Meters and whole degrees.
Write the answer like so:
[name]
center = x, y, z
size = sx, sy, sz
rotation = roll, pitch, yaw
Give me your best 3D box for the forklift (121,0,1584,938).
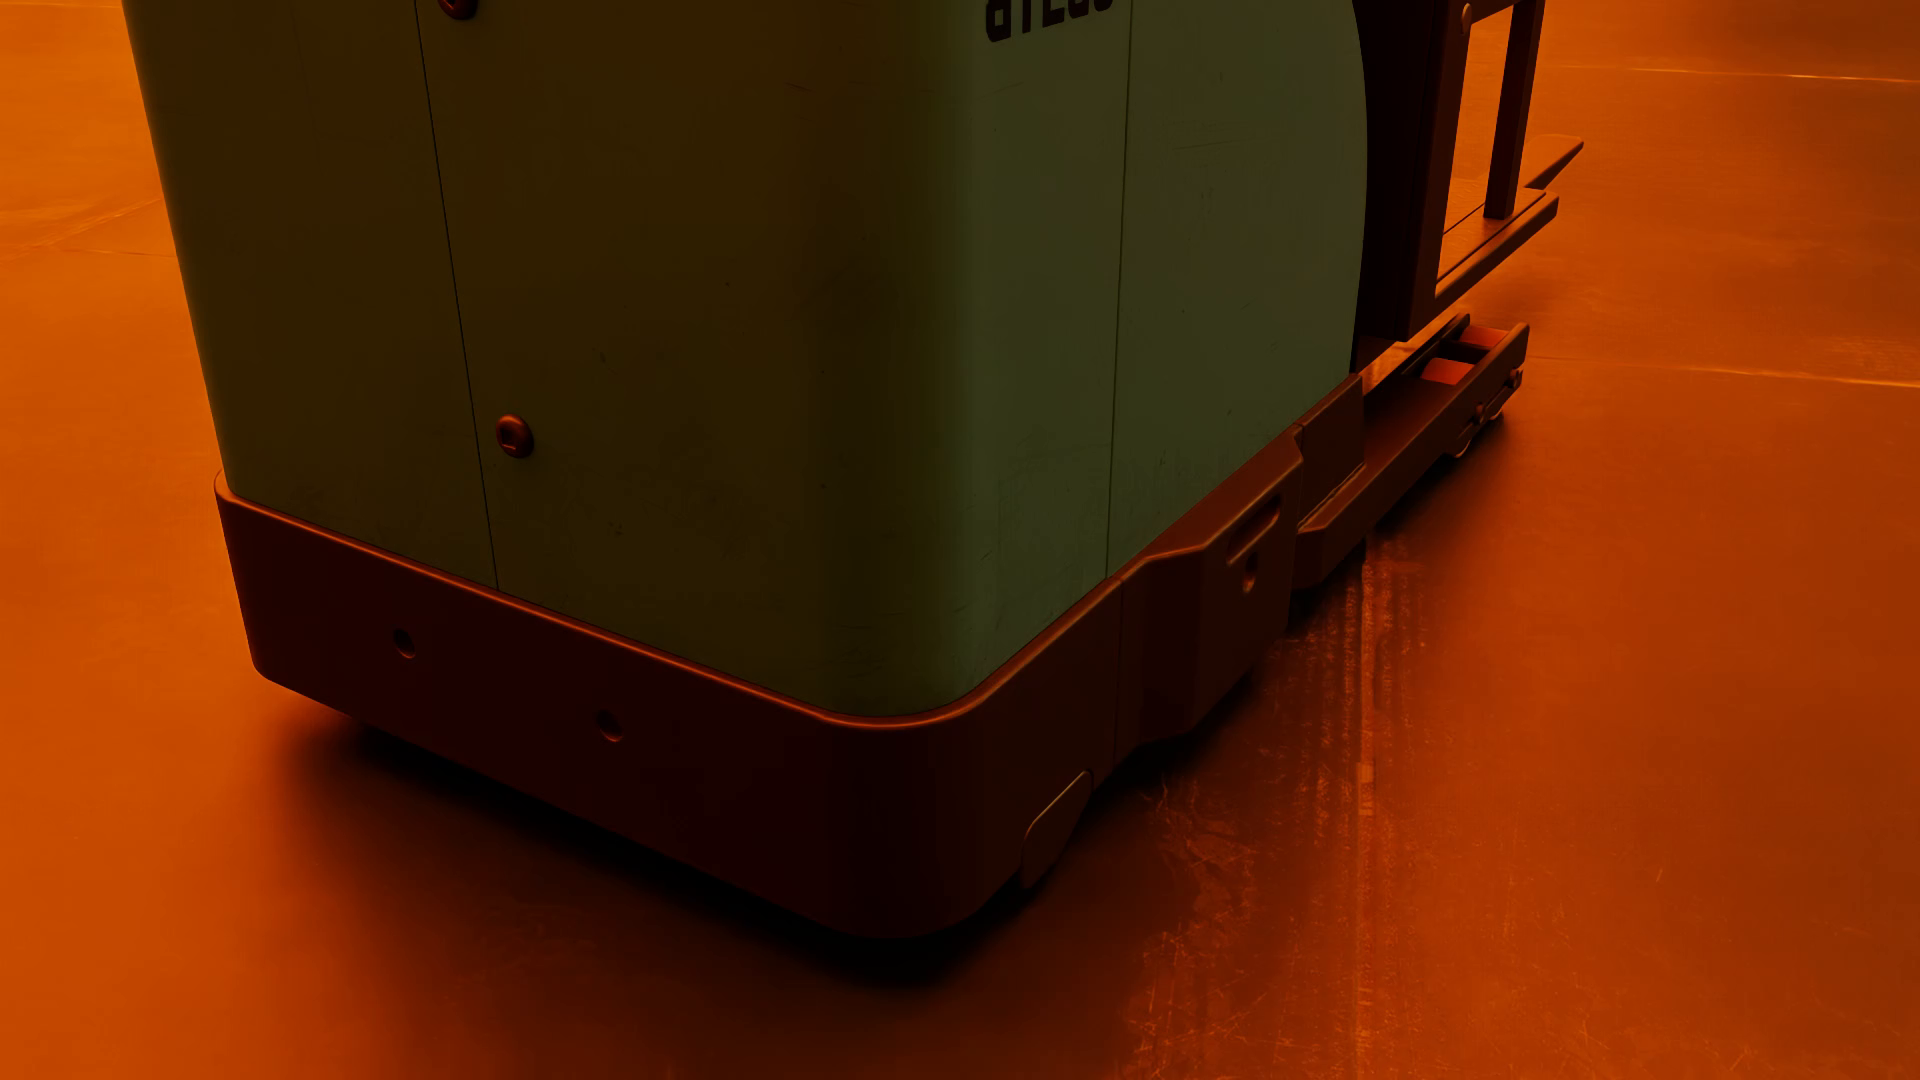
[forklift]
center = 0.339, -1.547, 2.312
size = 1.130, 2.935, 3.031
rotation = 16, 31, 29
